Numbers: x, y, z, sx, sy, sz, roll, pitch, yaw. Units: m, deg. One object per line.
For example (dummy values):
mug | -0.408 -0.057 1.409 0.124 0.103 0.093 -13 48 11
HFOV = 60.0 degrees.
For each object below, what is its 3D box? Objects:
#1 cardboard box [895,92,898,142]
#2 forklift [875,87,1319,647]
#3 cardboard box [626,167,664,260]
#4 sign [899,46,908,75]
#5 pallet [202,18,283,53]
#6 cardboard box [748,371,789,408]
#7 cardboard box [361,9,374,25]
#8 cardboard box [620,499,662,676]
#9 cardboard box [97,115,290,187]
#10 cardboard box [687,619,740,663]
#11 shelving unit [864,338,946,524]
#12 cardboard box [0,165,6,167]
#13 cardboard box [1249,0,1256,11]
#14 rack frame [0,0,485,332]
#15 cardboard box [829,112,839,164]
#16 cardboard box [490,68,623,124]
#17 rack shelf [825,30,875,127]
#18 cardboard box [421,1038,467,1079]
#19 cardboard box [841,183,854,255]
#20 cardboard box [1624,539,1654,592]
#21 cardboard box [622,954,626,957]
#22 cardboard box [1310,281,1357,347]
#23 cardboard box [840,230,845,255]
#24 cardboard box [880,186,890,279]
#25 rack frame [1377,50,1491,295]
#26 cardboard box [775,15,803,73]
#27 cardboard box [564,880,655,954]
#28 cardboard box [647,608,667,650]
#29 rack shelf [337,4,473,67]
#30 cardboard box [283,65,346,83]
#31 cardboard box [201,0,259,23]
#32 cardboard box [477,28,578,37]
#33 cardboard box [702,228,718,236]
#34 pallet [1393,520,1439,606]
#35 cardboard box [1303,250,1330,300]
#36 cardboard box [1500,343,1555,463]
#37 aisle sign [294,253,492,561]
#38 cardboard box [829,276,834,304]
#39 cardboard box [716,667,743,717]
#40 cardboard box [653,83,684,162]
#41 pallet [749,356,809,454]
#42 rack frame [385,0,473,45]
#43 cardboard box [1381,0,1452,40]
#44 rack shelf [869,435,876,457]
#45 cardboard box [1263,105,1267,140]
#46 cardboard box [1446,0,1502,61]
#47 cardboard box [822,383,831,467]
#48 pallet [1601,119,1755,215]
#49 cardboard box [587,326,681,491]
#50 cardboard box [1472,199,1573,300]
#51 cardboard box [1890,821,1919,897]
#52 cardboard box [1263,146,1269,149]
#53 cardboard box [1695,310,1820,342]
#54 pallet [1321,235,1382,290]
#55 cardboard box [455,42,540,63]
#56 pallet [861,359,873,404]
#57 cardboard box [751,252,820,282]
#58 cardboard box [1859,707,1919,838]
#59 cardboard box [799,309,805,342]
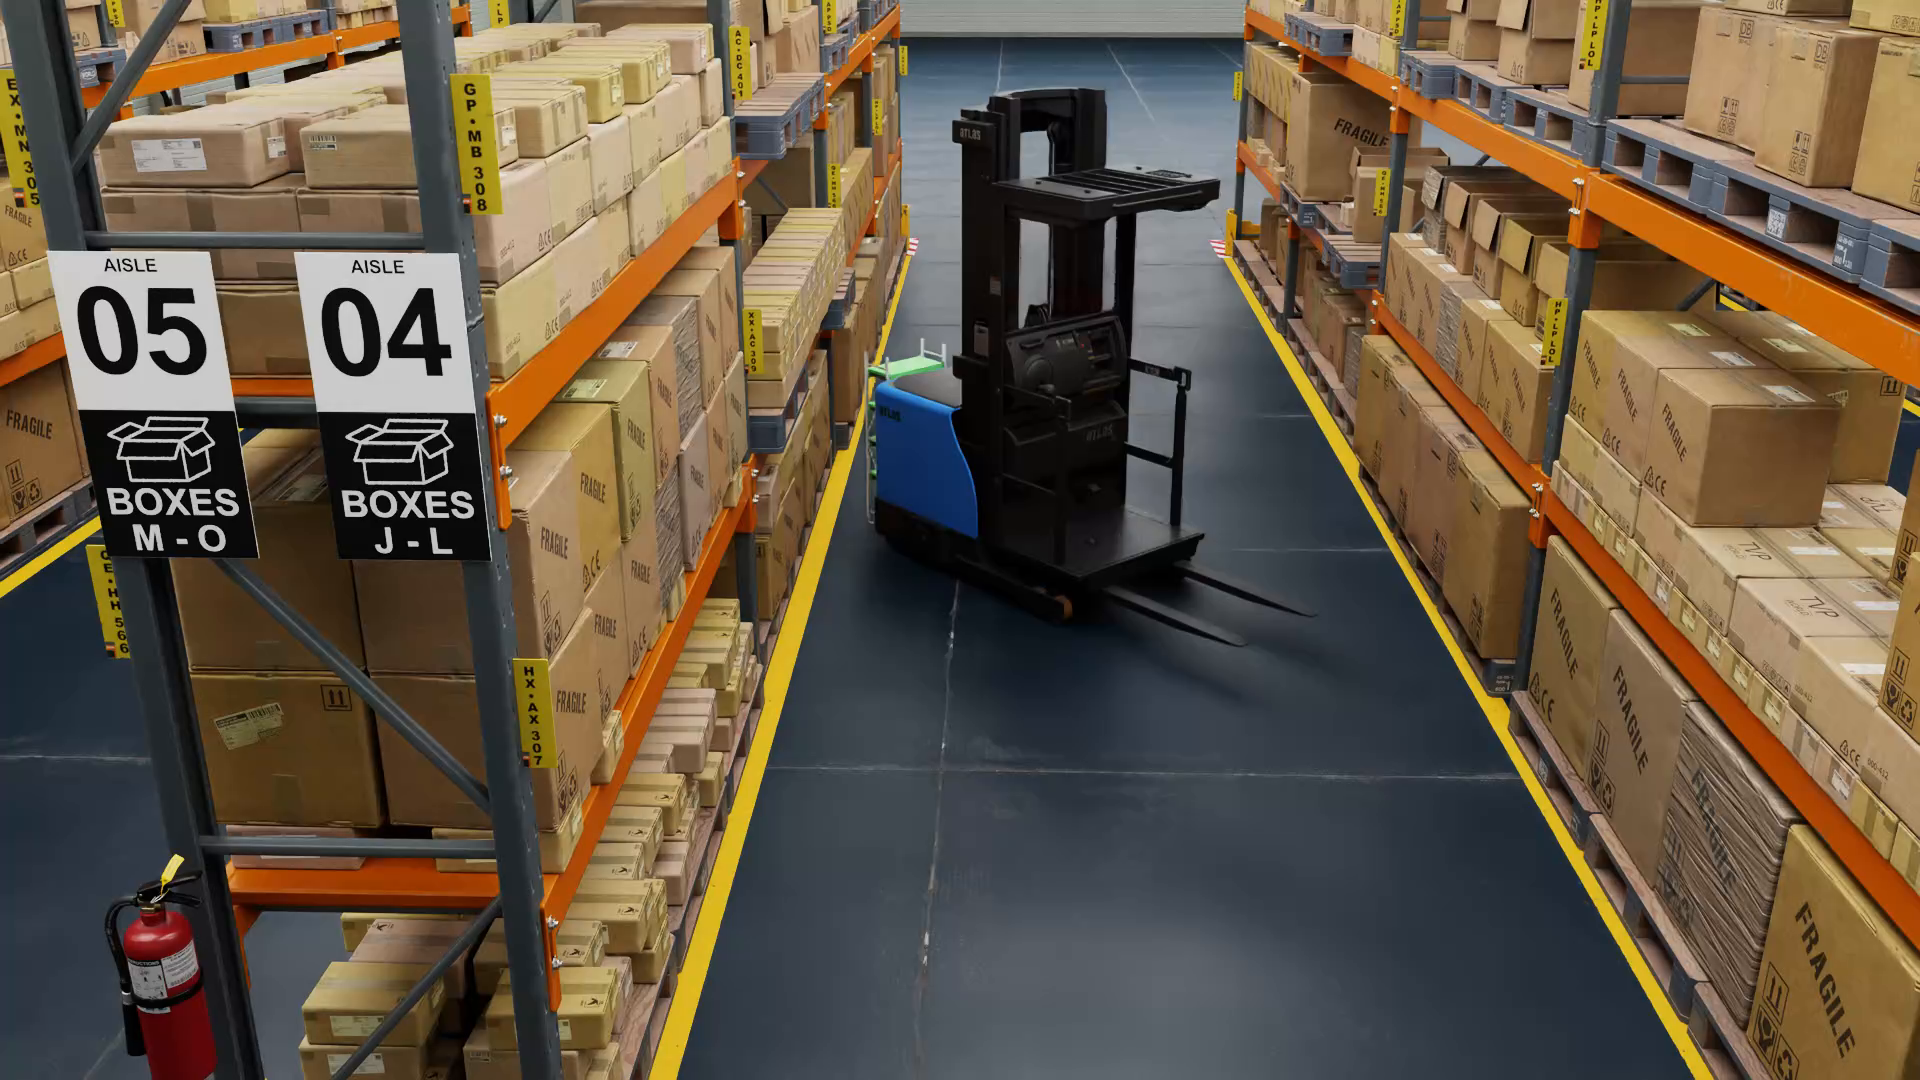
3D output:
cardboard box | -1.168 -4.854 19.185 0.875 0.550 0.550 1 21 2
forklift | 0.780 -1.081 9.763 1.130 2.935 3.031 -17 27 -37
cardboard box | -1.370 -1.185 5.996 0.500 0.250 0.500 1 21 1
sign | -0.660 -5.558 19.278 0.100 0.325 0.005 1 21 2
pallet | -6.428 -4.204 13.830 1.213 0.211 1.003 1 21 2
cardboard box | -1.095 -0.796 8.700 0.380 0.149 0.250 0 21 -1
cardboard box | -6.011 -5.157 16.372 0.380 0.149 0.250 1 21 3
cardboard box | -1.380 0.151 5.943 0.500 0.500 0.500 1 21 2
cardboard box | -1.972 -1.004 4.289 0.380 0.149 0.250 0 21 1
cardboard box | -1.285 0.500 8.130 0.380 0.149 0.250 1 21 2
shelving unit | -0.363 -0.711 11.202 0.503 1.200 0.258 -18 27 -38
cardboard box | -6.661 -2.202 11.036 0.500 0.500 0.500 1 21 2
cardboard box | 3.480 -5.985 18.367 0.500 0.250 0.500 1 21 3
rack frame | -1.688 -1.930 3.564 1.000 3.000 0.127 1 21 2
cardboard box | -1.379 -3.254 13.749 0.700 0.500 0.500 0 21 1
cardboard box | -1.331 -1.461 5.467 0.380 0.149 0.250 1 21 3
rack shelf | -1.384 -3.812 13.555 1.077 0.370 4.000 1 21 2
cardboard box | -1.881 1.807 5.585 0.380 0.149 0.250 1 21 3
cardboard box | -1.133 -2.598 13.440 0.500 0.500 0.500 1 21 2
cardboard box | 3.017 0.110 6.947 0.380 0.149 0.250 0 21 1
cardboard box | -1.426 1.628 6.046 0.380 0.149 0.250 1 21 2
cardboard box | 3.558 -2.027 14.954 0.700 0.500 0.500 1 21 1
cardboard box | -1.005 -2.060 11.546 0.380 0.149 0.250 1 21 3
cardboard box | -1.211 -3.230 17.564 0.875 0.875 0.875 1 21 2
rack frame | 3.510 -1.935 11.869 1.000 3.000 0.127 1 21 2
cardboard box | -1.230 -2.900 10.072 0.500 0.500 0.500 1 21 2
cardboard box | -1.309 1.346 5.951 0.380 0.149 0.250 1 21 1
cardboard box | -1.354 0.305 6.442 0.380 0.149 0.250 1 21 4
rack shelf | -6.213 -5.276 17.329 1.077 0.370 4.000 1 21 2
cardboard box | -6.044 -4.298 16.029 0.700 0.500 0.500 0 21 1
cardboard box | -6.184 -4.434 13.791 0.500 0.250 0.500 1 21 2
cardboard box | -1.859 -2.127 7.181 0.380 0.149 0.250 0 21 -1
cardboard box | -1.679 -1.936 10.815 0.380 0.149 0.250 0 21 -1
pallet | 3.370 0.089 10.507 1.003 0.211 1.213 1 21 2
cardboard box | 3.683 -2.556 16.344 0.500 0.500 0.500 0 21 0
cardboard box | 3.129 -0.707 8.567 0.500 0.500 0.500 1 21 2
aisle sign | -1.391 -0.316 4.102 0.394 0.787 0.004 1 21 2
cardboard box | -1.029 -1.648 10.897 0.380 0.149 0.250 0 21 1
cardboard box | -1.245 0.727 7.957 0.380 0.149 0.250 0 21 0
cardboard box | -1.365 -1.595 6.363 0.500 0.250 0.500 1 21 4
pallet | -1.398 -0.765 9.119 1.003 0.211 1.213 1 21 2
rack frame | -6.152 -4.937 19.605 1.000 3.000 0.127 1 21 2
cardboard box | 3.274 -3.788 11.670 0.500 0.500 0.500 1 21 3
rack shelf | -0.363 -0.651 11.225 0.480 0.148 0.258 -18 27 -38
cardboard box | 3.813 -4.632 18.271 0.875 0.500 0.500 1 21 2
cardboard box | 3.563 -3.356 10.661 0.797 0.503 0.637 2 21 5
cardboard box | -1.204 -0.816 11.859 0.500 0.500 0.500 1 21 1
pallet | 3.353 -1.550 6.853 1.003 0.211 1.213 1 21 2
cardboard box | -1.350 -0.499 6.237 0.500 0.500 0.500 0 21 0
cardboard box | 3.435 -1.707 9.756 0.797 0.503 0.637 1 21 3
cardboard box | 2.948 0.942 4.801 0.380 0.149 0.250 1 21 3
cardboard box | 3.475 -4.158 17.946 0.380 0.149 0.250 1 21 2
cardboard box | 3.641 -0.738 7.543 0.500 0.500 0.500 1 21 3
pallet | 3.425 -2.104 12.571 1.213 0.211 1.003 1 21 2
cardboard box | -1.851 -1.848 6.464 0.380 0.149 0.250 0 21 0
pallet | -1.306 -1.450 14.475 1.003 0.211 1.213 1 21 2
cardboard box | -1.052 -1.638 10.049 0.380 0.149 0.250 1 21 3
cardboard box | 3.016 0.711 4.847 0.500 0.250 0.500 0 21 1
cardboard box | -1.074 -1.216 9.371 0.380 0.149 0.250 0 21 -1
